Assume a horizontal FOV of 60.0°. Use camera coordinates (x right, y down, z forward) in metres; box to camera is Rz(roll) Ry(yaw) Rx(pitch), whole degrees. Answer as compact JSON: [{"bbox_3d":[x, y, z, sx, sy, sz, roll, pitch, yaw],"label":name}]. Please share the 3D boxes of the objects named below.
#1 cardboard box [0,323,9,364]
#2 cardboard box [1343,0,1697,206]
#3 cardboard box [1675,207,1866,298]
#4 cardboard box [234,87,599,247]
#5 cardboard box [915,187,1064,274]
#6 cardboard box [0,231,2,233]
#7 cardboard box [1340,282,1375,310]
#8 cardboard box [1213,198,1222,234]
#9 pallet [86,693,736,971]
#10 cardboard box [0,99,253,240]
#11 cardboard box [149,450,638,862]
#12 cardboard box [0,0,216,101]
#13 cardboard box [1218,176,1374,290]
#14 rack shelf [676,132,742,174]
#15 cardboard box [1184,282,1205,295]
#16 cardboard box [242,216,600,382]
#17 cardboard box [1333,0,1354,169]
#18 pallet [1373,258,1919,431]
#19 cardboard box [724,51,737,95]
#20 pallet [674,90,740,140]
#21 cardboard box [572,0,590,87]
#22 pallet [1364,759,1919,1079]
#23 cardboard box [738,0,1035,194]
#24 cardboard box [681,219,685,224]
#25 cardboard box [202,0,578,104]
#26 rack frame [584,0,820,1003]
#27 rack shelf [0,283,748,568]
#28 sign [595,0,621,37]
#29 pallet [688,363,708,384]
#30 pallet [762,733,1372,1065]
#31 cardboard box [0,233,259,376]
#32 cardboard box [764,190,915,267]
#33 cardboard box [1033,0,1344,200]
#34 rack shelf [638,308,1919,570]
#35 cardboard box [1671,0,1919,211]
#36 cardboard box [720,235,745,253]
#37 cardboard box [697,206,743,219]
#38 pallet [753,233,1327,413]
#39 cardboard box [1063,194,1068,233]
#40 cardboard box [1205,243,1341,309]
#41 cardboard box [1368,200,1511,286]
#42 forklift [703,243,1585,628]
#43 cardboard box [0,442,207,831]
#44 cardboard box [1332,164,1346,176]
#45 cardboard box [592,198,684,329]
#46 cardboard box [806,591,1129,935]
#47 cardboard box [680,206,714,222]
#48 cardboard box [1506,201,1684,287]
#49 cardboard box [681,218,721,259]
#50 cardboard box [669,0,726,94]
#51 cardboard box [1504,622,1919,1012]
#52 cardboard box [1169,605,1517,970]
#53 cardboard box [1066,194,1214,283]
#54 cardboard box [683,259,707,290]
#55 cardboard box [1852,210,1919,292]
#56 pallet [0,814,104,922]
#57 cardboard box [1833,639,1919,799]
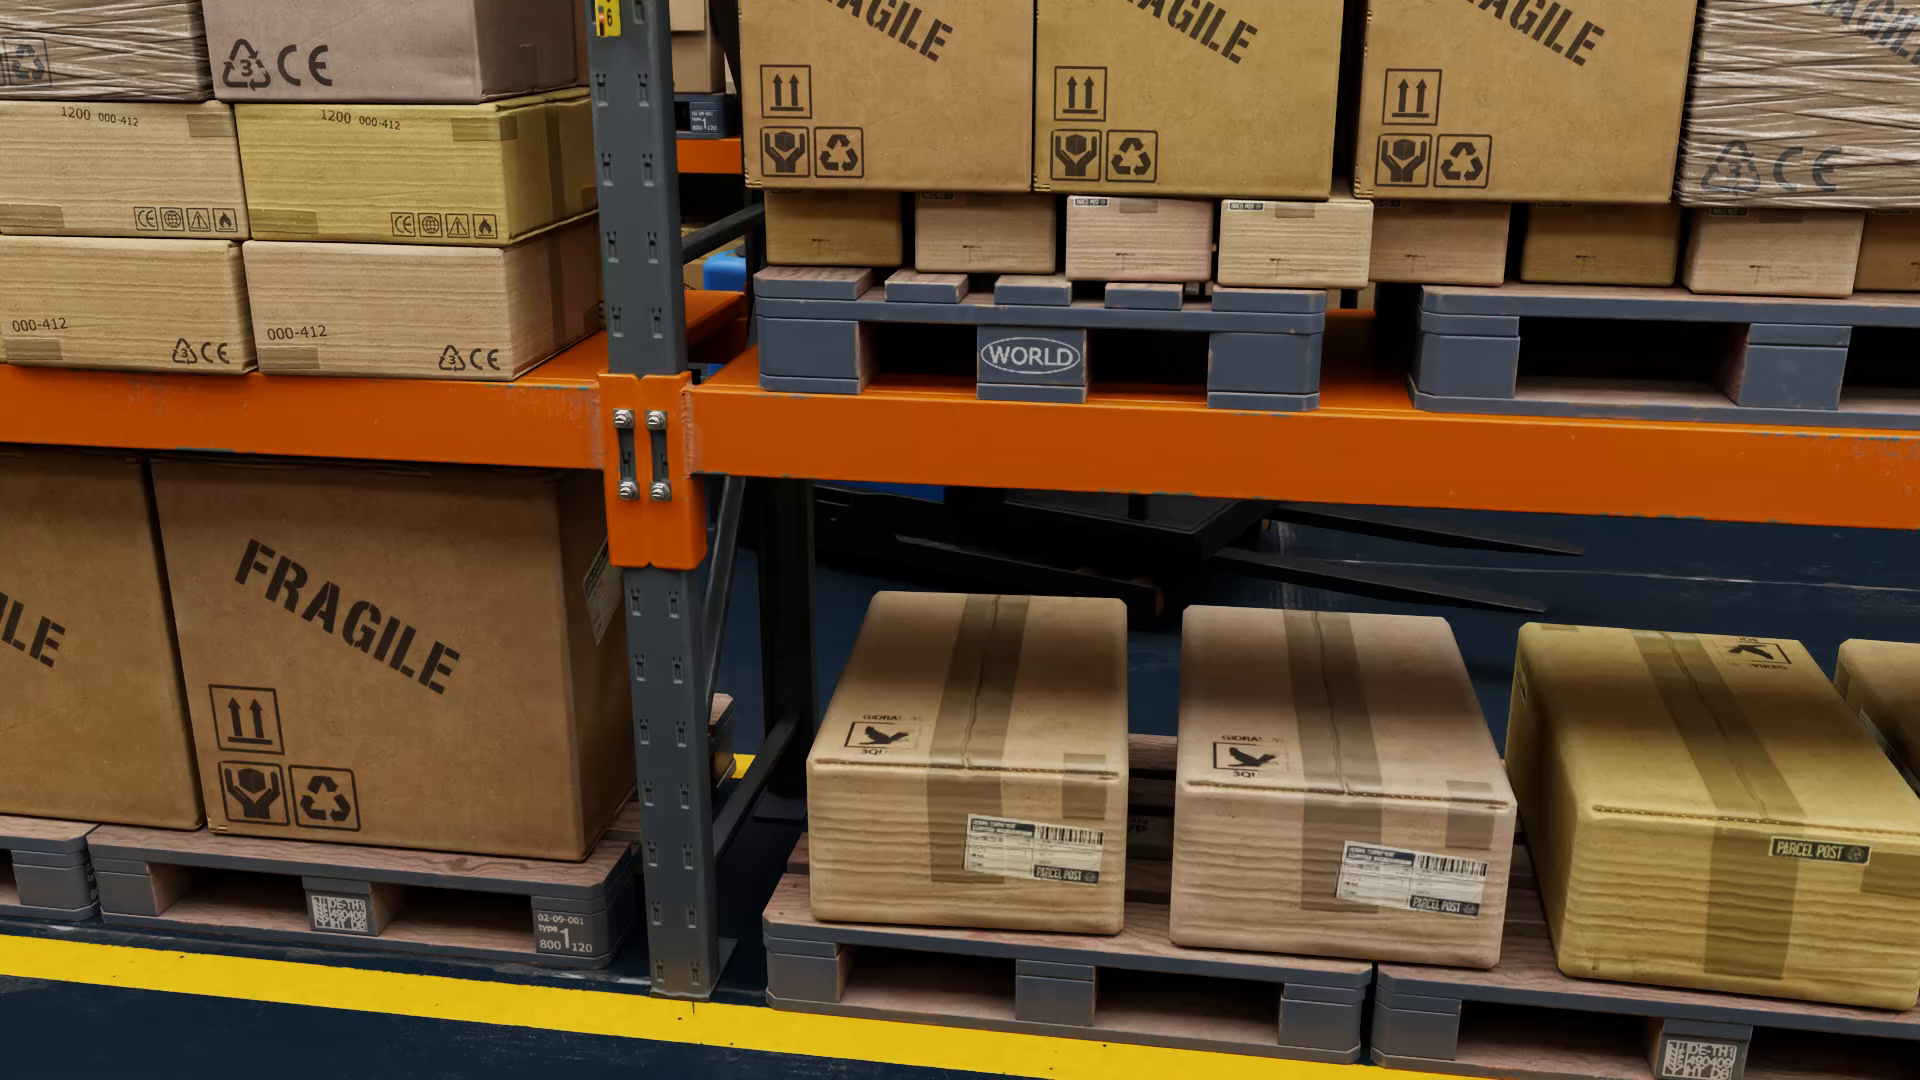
[{"bbox_3d":[-2.045,-0.548,3.450,0.500,0.250,0.500,3,19,8],"label":"cardboard box"},{"bbox_3d":[0.946,-0.868,2.881,0.500,0.500,0.500,3,19,10],"label":"cardboard box"},{"bbox_3d":[1.377,-0.533,2.902,0.250,0.149,0.380,4,19,10],"label":"cardboard box"},{"bbox_3d":[-1.021,-0.735,3.220,0.500,0.250,0.500,3,19,8],"label":"cardboard box"},{"bbox_3d":[0.062,-0.605,3.117,0.250,0.149,0.380,2,19,5],"label":"cardboard box"},{"bbox_3d":[-2.037,-0.779,3.351,0.500,0.250,0.500,2,19,7],"label":"cardboard box"},{"bbox_3d":[2.206,-1.152,8.100,0.625,0.625,0.875,2,19,6],"label":"cardboard box"},{"bbox_3d":[0.637,-0.756,3.571,0.250,0.149,0.380,2,19,6],"label":"cardboard box"},{"bbox_3d":[-1.269,0.635,4.072,1.213,0.211,1.003,3,19,9],"label":"pallet"},{"bbox_3d":[-1.528,-0.759,3.293,0.500,0.250,0.500,2,19,7],"label":"cardboard box"},{"bbox_3d":[-1.172,0.124,3.893,0.875,0.875,0.875,3,19,8],"label":"cardboard box"},{"bbox_3d":[-1.563,-1.113,3.168,0.500,0.500,0.500,3,19,10],"label":"cardboard box"},{"bbox_3d":[0.593,-0.556,2.972,0.250,0.149,0.380,3,19,9],"label":"cardboard box"},{"bbox_3d":[-1.694,-1.939,8.503,4.000,0.370,1.077,3,19,9],"label":"rack shelf"},{"bbox_3d":[0.894,-1.216,8.292,0.625,0.625,0.875,4,19,10],"label":"cardboard box"},{"bbox_3d":[-1.043,-0.497,3.297,0.500,0.250,0.500,2,19,7],"label":"cardboard box"},{"bbox_3d":[1.001,-1.028,3.360,0.500,0.500,0.500,2,19,5],"label":"cardboard box"},{"bbox_3d":[1.458,-0.446,3.211,1.213,0.211,1.003,3,19,9],"label":"pallet"},{"bbox_3d":[-0.812,-2.259,7.901,0.500,0.250,0.500,2,19,6],"label":"cardboard box"},{"bbox_3d":[-1.640,-2.185,8.407,1.213,0.211,1.003,3,19,9],"label":"pallet"},{"bbox_3d":[-0.951,-1.247,3.569,0.500,0.500,0.500,2,19,7],"label":"cardboard box"},{"bbox_3d":[1.469,0.800,3.578,1.213,0.211,1.003,3,19,9],"label":"pallet"},{"bbox_3d":[-0.095,-0.916,3.026,0.500,0.500,0.500,2,19,7],"label":"cardboard box"},{"bbox_3d":[-1.552,-1.522,8.378,0.250,0.149,0.380,2,19,6],"label":"cardboard box"},{"bbox_3d":[-1.055,-1.090,3.099,0.500,0.500,0.500,2,19,7],"label":"cardboard box"},{"bbox_3d":[-0.503,-0.624,3.440,0.127,3.000,1.000,3,19,9],"label":"rack frame"},{"bbox_3d":[-2.478,-0.383,3.855,4.000,0.370,1.077,3,19,9],"label":"rack shelf"},{"bbox_3d":[-0.588,-0.999,2.736,0.005,0.325,0.100,3,19,9],"label":"sign"},{"bbox_3d":[-1.652,-0.968,8.864,1.213,0.211,1.003,3,19,9],"label":"pallet"},{"bbox_3d":[0.268,0.738,3.764,1.213,0.211,1.003,3,19,9],"label":"pallet"},{"bbox_3d":[-1.550,-0.518,3.359,0.500,0.250,0.500,3,19,10],"label":"cardboard box"},{"bbox_3d":[-0.212,-0.629,3.191,0.250,0.149,0.380,2,19,5],"label":"cardboard box"},{"bbox_3d":[0.420,-0.892,2.955,0.500,0.500,0.500,4,19,11],"label":"cardboard box"},{"bbox_3d":[1.472,-0.182,3.254,4.000,0.370,1.077,3,19,9],"label":"rack shelf"},{"bbox_3d":[1.438,-0.840,2.798,0.500,0.500,0.500,2,19,7],"label":"cardboard box"},{"bbox_3d":[-1.028,-1.505,8.328,0.250,0.149,0.380,3,19,10],"label":"cardboard box"},{"bbox_3d":[-1.220,-1.674,8.835,0.250,0.149,0.380,3,19,7],"label":"cardboard box"},{"bbox_3d":[0.218,-0.530,3.463,1.003,0.211,1.213,3,19,9],"label":"pallet"},{"bbox_3d":[0.134,-0.770,3.612,0.250,0.149,0.380,3,19,9],"label":"cardboard box"},{"bbox_3d":[1.541,-1.186,8.201,0.625,0.625,0.875,4,19,10],"label":"cardboard box"},{"bbox_3d":[0.844,-0.568,3.008,0.250,0.149,0.380,4,19,12],"label":"cardboard box"},{"bbox_3d":[0.590,-1.294,5.551,3.031,2.935,1.130,10,21,28],"label":"forklift"},{"bbox_3d":[-2.052,0.078,4.031,0.875,0.875,0.875,3,19,9],"label":"cardboard box"},{"bbox_3d":[0.911,-0.747,3.542,0.250,0.149,0.380,3,19,10],"label":"cardboard box"},{"bbox_3d":[-0.946,-0.656,3.773,0.500,0.250,0.500,3,19,8],"label":"cardboard box"},{"bbox_3d":[0.053,0.455,3.696,0.625,0.372,0.950,2,19,5],"label":"cardboard box"},{"bbox_3d":[-1.470,-1.673,8.830,0.250,0.149,0.380,3,19,9],"label":"cardboard box"},{"bbox_3d":[1.129,-0.566,3.002,0.250,0.149,0.380,4,19,11],"label":"cardboard box"},{"bbox_3d":[-1.274,-1.517,8.365,0.250,0.149,0.380,3,19,8],"label":"cardboard box"},{"bbox_3d":[-1.360,-2.451,8.078,0.637,0.503,0.797,2,19,7],"label":"cardboard box"},{"bbox_3d":[1.531,0.529,3.474,0.625,0.372,0.950,4,19,10],"label":"cardboard box"},{"bbox_3d":[0.783,0.489,3.593,0.625,0.372,0.950,3,19,8],"label":"cardboard box"},{"bbox_3d":[0.325,-0.576,3.032,0.250,0.149,0.380,2,19,5],"label":"cardboard box"},{"bbox_3d":[-1.180,-1.201,8.442,0.500,0.500,0.500,4,19,11],"label":"cardboard box"},{"bbox_3d":[1.646,-0.543,2.934,0.250,0.149,0.380,2,19,7],"label":"cardboard box"},{"bbox_3d":[-2.470,0.573,4.258,1.213,0.211,1.003,3,19,9],"label":"pallet"},{"bbox_3d":[2.218,0.564,3.371,0.625,0.372,0.950,4,19,12],"label":"cardboard box"}]
